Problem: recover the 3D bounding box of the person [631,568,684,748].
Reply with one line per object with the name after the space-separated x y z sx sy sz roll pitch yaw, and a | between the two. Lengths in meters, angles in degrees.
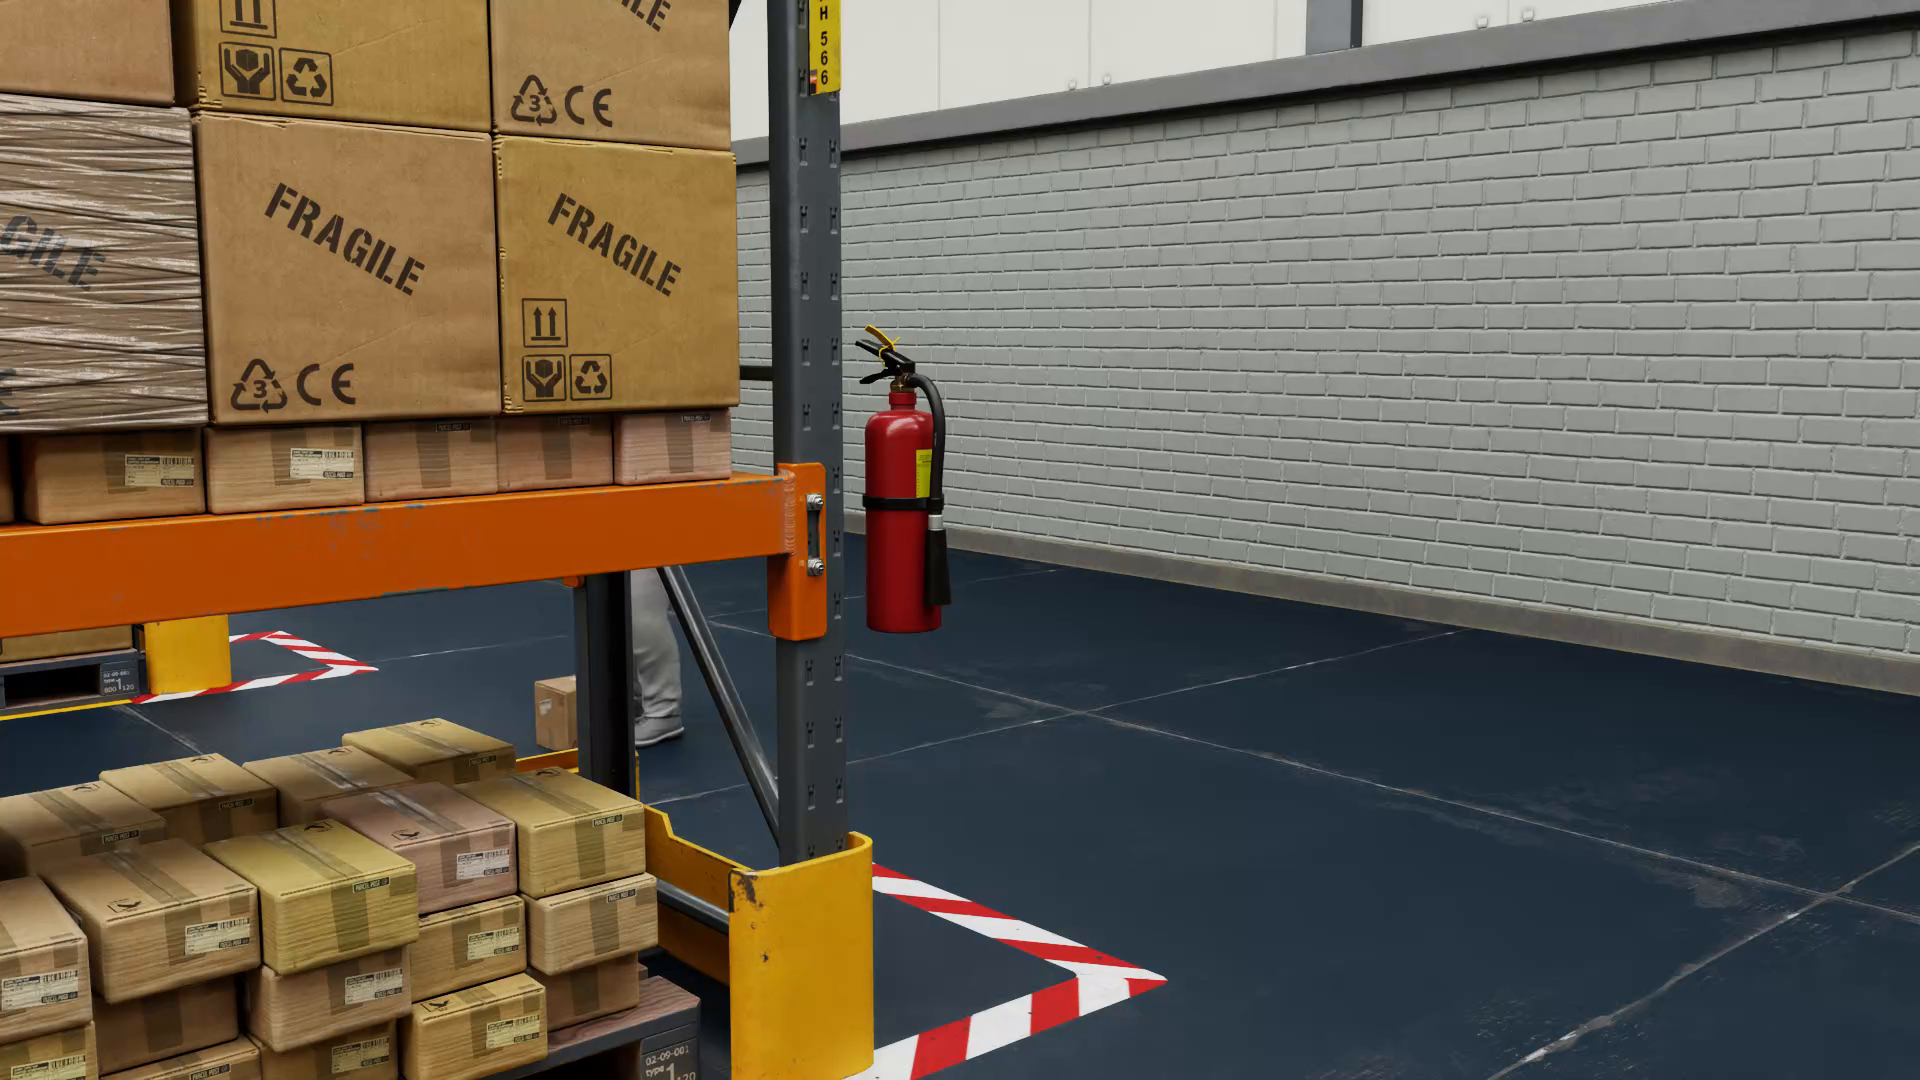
-1.263 -0.097 6.503 0.446 1.746 0.588 -7 10 -43 | person
